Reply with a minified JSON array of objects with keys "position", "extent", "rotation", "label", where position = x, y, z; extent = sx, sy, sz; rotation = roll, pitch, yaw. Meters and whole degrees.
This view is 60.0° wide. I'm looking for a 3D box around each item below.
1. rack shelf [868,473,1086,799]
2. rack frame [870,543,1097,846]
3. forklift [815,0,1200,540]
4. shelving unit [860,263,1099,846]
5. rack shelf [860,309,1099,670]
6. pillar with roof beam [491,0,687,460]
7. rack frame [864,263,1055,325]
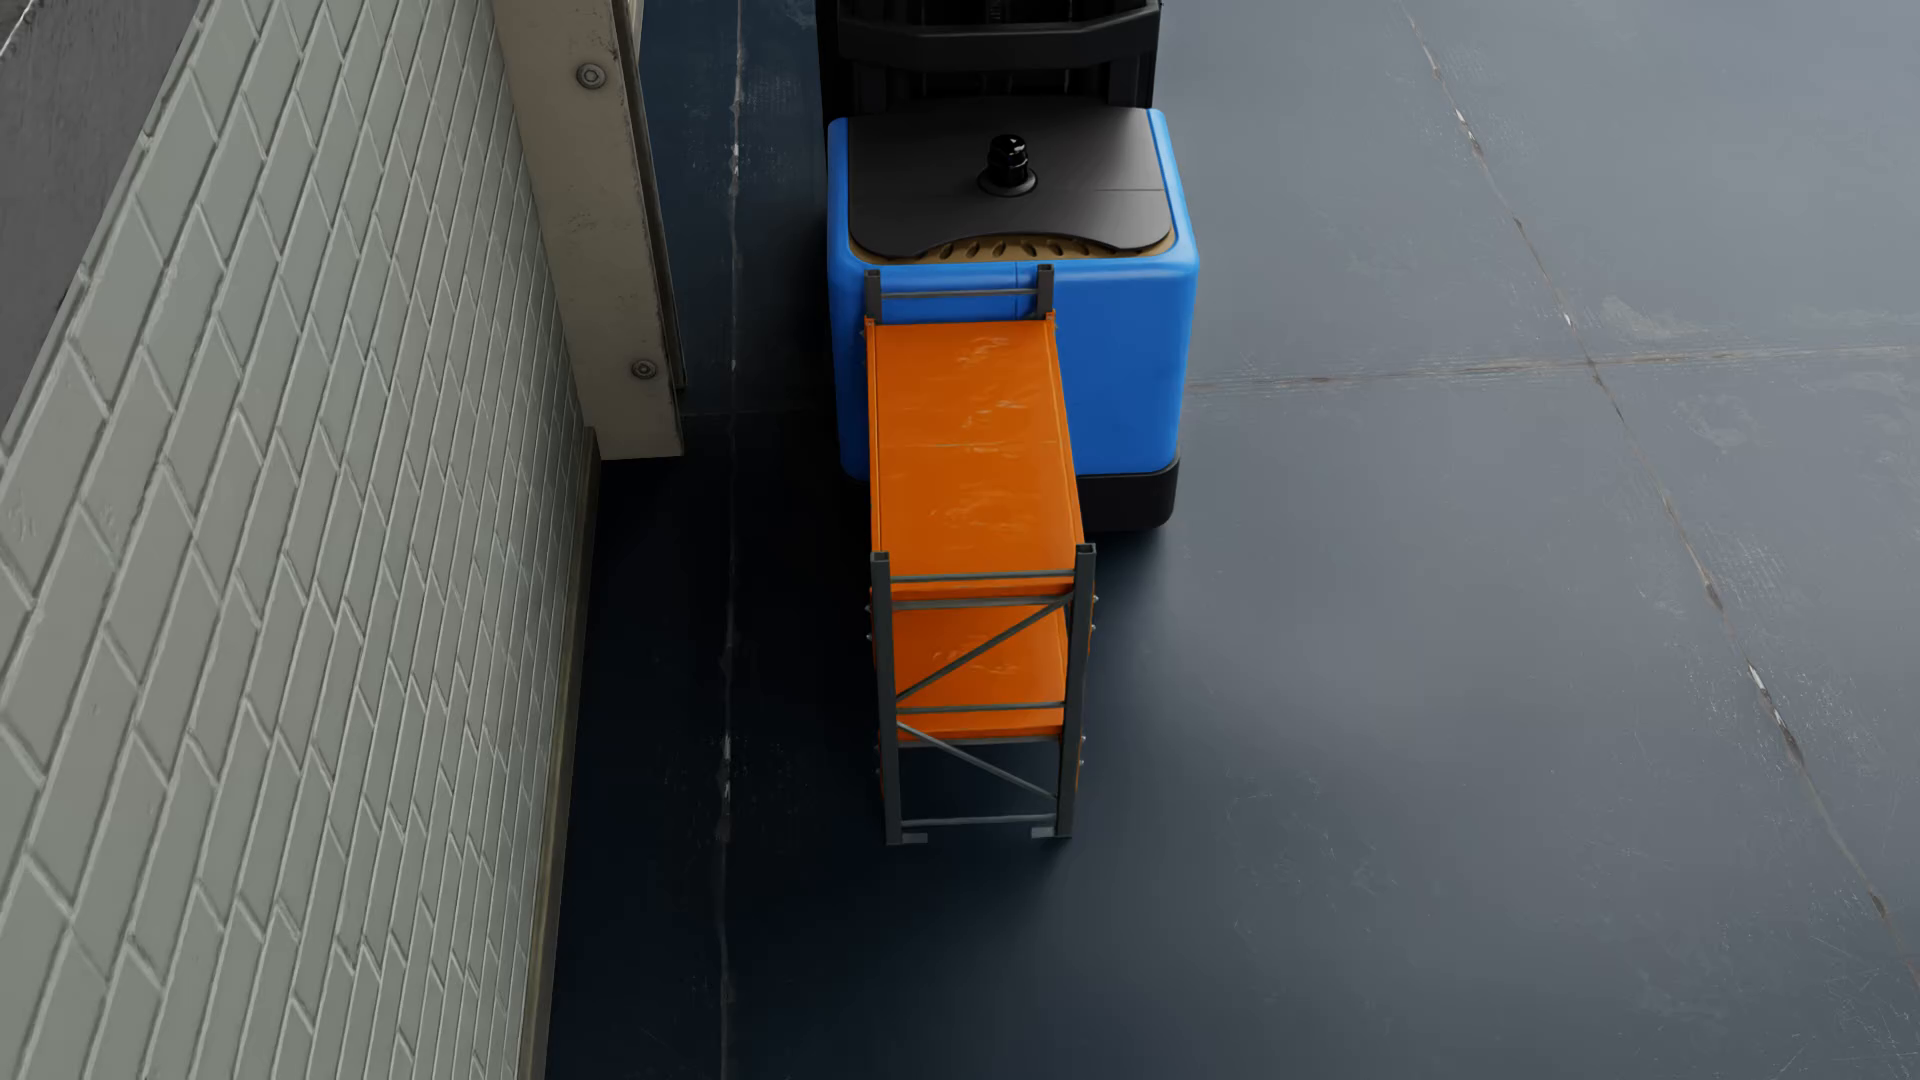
[{"position":[0.025,0.214,4.610],"extent":[0.538,0.278,1.000],"rotation":[-2,47,-2],"label":"rack shelf"},{"position":[0.052,0.414,4.083],"extent":[0.500,1.125,0.032],"rotation":[-2,47,-2],"label":"rack frame"},{"position":[0.075,-2.071,5.192],"extent":[1.130,2.935,3.031],"rotation":[-2,47,-2],"label":"forklift"},{"position":[0.025,0.045,4.432],"extent":[0.538,1.125,1.048],"rotation":[-2,47,-2],"label":"shelving unit"},{"position":[0.025,-0.156,4.220],"extent":[0.538,0.278,1.000],"rotation":[-2,47,-2],"label":"rack shelf"},{"position":[3.203,-3.771,2.624],"extent":[9.100,9.000,0.400],"rotation":[-3,47,-3],"label":"pillar with roof beam"},{"position":[-0.002,-0.323,4.781],"extent":[0.500,1.125,0.032],"rotation":[-2,47,-2],"label":"rack frame"}]
